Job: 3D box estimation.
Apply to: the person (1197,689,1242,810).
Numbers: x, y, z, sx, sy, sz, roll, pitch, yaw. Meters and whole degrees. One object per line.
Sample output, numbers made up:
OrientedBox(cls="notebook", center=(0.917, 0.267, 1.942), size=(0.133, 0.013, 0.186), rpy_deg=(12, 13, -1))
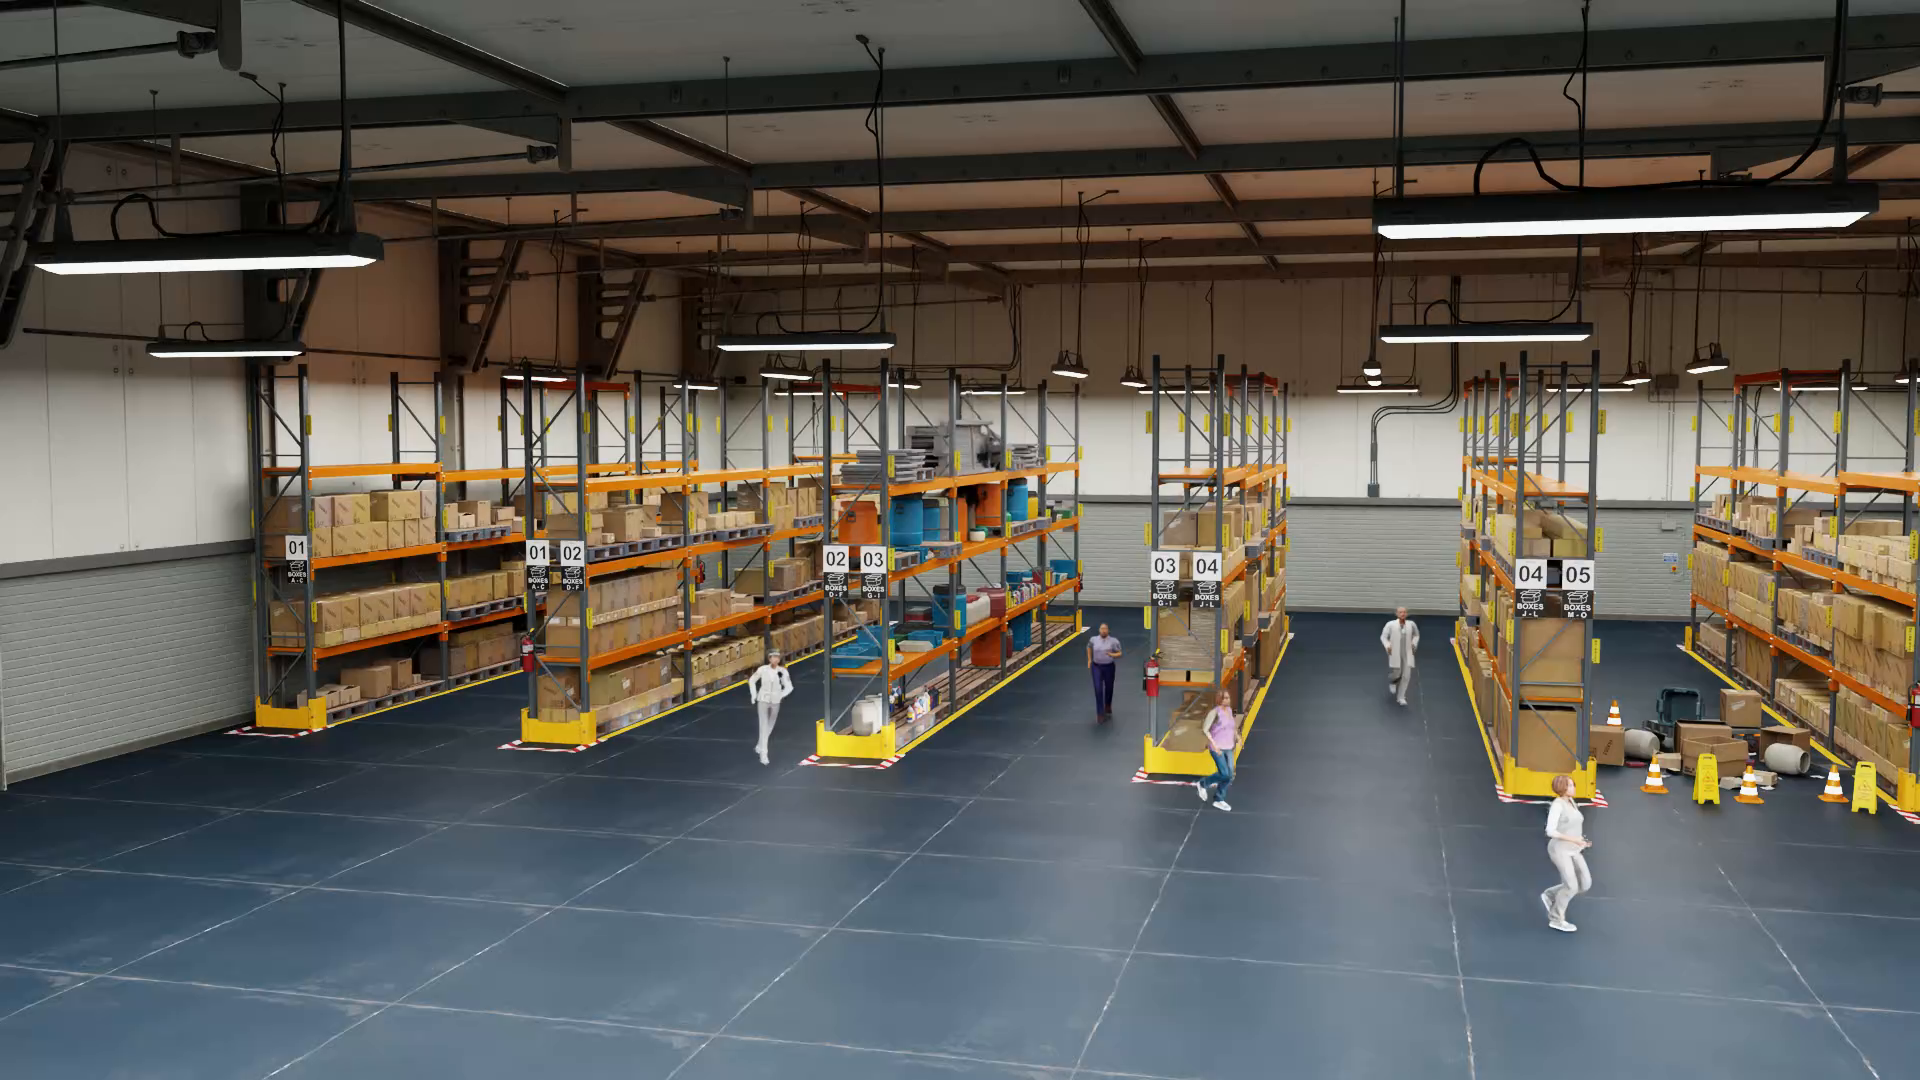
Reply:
OrientedBox(cls="person", center=(3.389, 2.729, 21.759), size=(0.557, 1.574, 0.539), rpy_deg=(-4, 5, -43))

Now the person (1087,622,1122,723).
OrientedBox(cls="person", center=(2.447, 2.218, 28.217), size=(0.599, 1.638, 0.937), rpy_deg=(0, 4, 4))

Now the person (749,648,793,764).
OrientedBox(cls="person", center=(-2.833, 2.458, 24.956), size=(0.632, 1.696, 0.785), rpy_deg=(-1, 4, -16))

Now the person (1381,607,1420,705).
OrientedBox(cls="person", center=(7.963, 2.071, 30.026), size=(0.711, 1.743, 0.756), rpy_deg=(0, 4, 2))

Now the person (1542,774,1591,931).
OrientedBox(cls="person", center=(5.997, 3.090, 16.434), size=(0.552, 1.553, 0.530), rpy_deg=(4, 5, 44))
